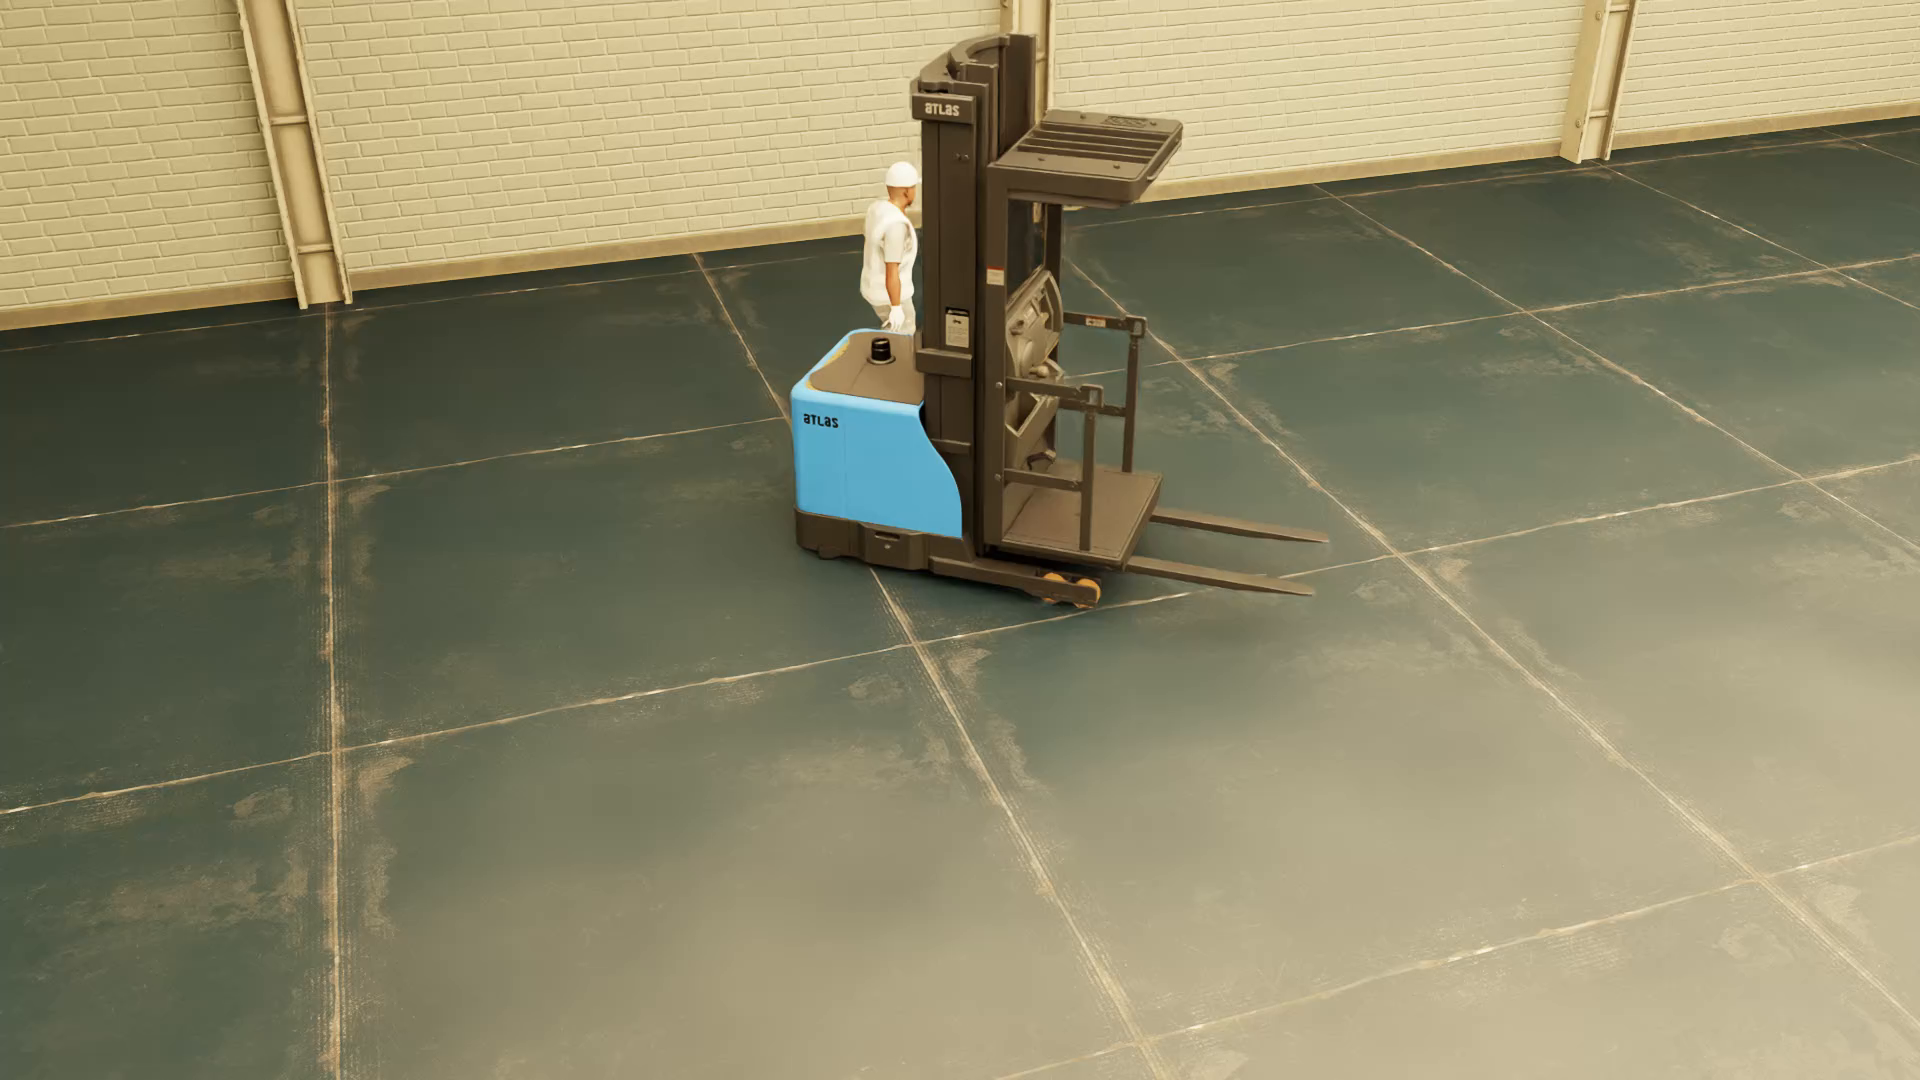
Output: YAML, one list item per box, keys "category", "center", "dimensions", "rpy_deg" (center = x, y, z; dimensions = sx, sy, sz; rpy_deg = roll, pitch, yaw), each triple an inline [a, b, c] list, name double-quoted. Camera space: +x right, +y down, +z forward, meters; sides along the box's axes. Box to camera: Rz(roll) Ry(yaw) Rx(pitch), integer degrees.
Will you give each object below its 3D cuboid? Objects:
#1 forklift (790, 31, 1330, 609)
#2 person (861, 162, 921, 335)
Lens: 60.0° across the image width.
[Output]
- category: "forklift"
  center: [0.599, -1.180, 9.137]
  dimensions: [3.031, 2.935, 1.130]
  rpy_deg: [10, 31, 16]
- category: "person"
  center: [-0.439, -1.674, 11.188]
  dimensions: [0.440, 1.745, 0.871]
  rpy_deg: [-9, 31, -16]
